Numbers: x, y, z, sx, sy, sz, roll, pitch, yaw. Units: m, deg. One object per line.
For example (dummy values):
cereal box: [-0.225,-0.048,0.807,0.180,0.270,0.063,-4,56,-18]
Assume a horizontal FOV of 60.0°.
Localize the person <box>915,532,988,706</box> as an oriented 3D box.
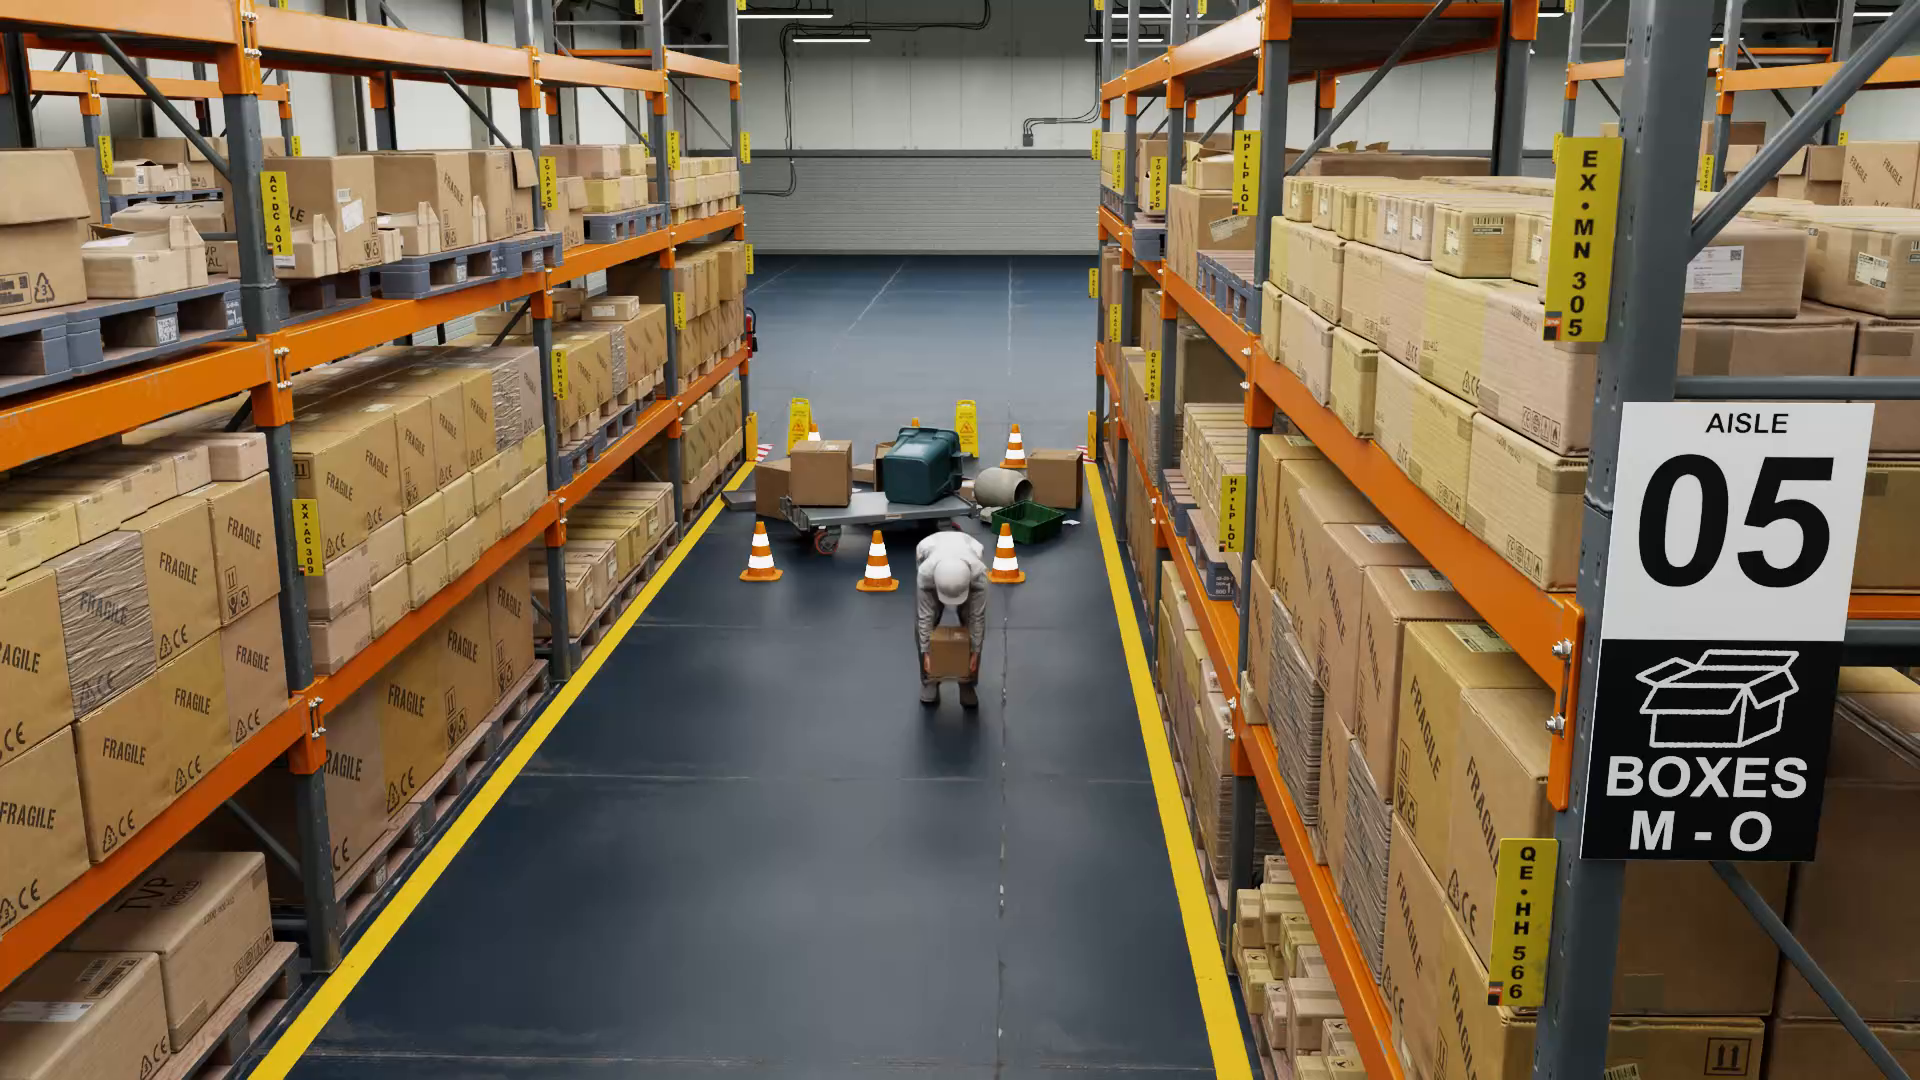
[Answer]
person: [-0.057,0.547,10.579,0.466,1.124,1.008,0,14,0]
